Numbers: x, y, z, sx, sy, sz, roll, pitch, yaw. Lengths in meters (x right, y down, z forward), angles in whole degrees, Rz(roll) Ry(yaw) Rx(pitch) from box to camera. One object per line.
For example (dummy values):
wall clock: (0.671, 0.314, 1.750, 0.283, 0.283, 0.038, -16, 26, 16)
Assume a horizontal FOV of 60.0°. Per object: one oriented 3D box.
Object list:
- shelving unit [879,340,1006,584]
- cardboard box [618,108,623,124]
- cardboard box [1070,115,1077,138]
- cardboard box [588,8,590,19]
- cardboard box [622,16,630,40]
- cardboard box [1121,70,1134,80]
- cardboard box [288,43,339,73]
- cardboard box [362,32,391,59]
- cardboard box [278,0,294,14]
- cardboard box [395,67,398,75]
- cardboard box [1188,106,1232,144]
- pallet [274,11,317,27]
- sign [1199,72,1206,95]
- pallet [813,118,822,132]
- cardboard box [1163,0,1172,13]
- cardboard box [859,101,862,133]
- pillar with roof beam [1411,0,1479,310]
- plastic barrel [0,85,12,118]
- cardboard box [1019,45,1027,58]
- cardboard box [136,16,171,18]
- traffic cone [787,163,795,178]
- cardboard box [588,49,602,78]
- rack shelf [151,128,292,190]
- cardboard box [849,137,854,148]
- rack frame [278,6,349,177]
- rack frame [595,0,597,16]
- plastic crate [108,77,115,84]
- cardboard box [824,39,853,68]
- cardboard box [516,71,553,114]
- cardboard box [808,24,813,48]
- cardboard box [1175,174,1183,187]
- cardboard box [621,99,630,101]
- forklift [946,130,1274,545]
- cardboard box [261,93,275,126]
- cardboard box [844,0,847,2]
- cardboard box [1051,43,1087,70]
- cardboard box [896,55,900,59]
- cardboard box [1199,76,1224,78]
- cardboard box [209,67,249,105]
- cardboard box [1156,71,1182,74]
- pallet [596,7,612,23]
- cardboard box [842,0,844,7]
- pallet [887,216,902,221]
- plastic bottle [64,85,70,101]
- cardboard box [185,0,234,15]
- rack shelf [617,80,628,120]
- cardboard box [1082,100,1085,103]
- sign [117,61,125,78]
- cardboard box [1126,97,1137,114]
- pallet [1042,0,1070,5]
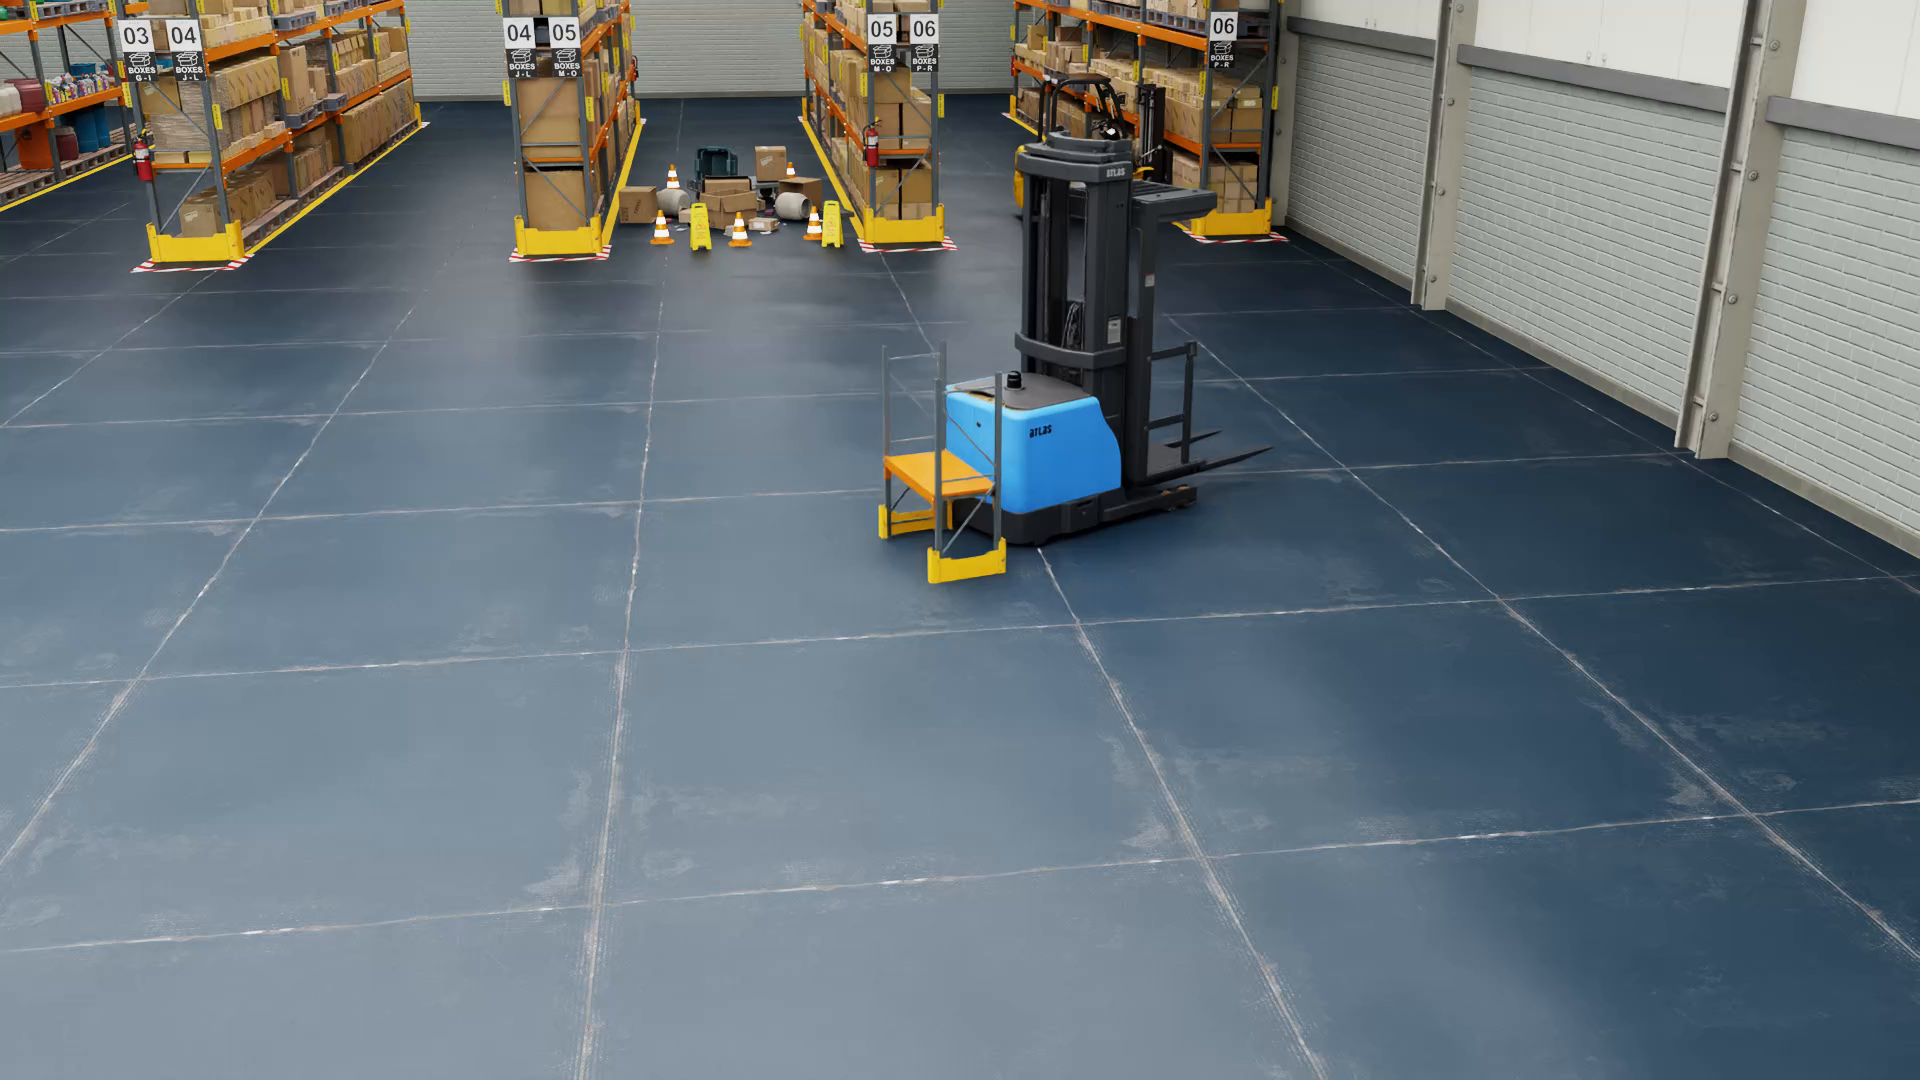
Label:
shelving unit: (-0.145, -0.598, 12.173, 0.587, 1.500, 1.083, -8, 22, -22)
cardboard box: (-6.847, -8.272, 32.477, 0.500, 0.250, 0.500, -3, 21, -7)
cardboard box: (2.526, -8.349, 33.754, 0.500, 0.500, 0.500, -2, 21, -5)
cardboard box: (-5.689, -7.804, 24.653, 0.380, 0.149, 0.250, -3, 21, -8)
cardboard box: (-7.539, -11.220, 36.472, 0.500, 0.500, 0.500, -2, 21, -5)
cardboard box: (3.040, -8.166, 29.222, 0.380, 0.149, 0.250, -4, 21, -9)
cardboard box: (-11.867, -8.852, 30.552, 0.797, 0.503, 0.637, -2, 21, -6)
cardboard box: (-12.313, -10.416, 35.034, 0.500, 0.500, 0.500, -4, 21, -9)
cardboard box: (-11.308, -8.840, 27.063, 0.797, 0.503, 0.637, -2, 21, -6)
cardboard box: (-12.334, -10.097, 35.823, 0.380, 0.149, 0.250, -3, 21, -7)
cardboard box: (3.762, -6.267, 25.065, 0.500, 0.500, 0.500, -3, 21, -9)
pallet: (-11.337, -8.591, 27.413, 1.213, 0.211, 1.003, -3, 21, -8)
sign: (3.554, -6.693, 24.357, 0.100, 0.325, 0.005, -3, 21, -8)
pallet: (-2.759, -9.350, 37.448, 1.003, 0.211, 1.213, -3, 21, -8)
cardboard box: (3.430, -8.504, 26.360, 0.396, 0.266, 0.258, -3, 21, -9)
cardboard box: (-1.237, -6.345, 24.849, 0.500, 0.500, 0.500, -3, 21, -8)
pillar with roof beam: (1.490, -6.865, 18.235, 9.100, 9.000, 0.400, -3, 21, -8)
plastic barrel: (-16.259, -7.392, 28.062, 0.421, 0.512, 0.421, 0, 20, 0)
cardboard box: (1.658, -11.326, 38.543, 0.500, 0.250, 0.500, -3, 21, -7)
cardboard box: (-11.043, -7.099, 22.792, 0.380, 0.149, 0.250, -4, 21, -10)
traffic cone: (-2.959, -6.366, 29.100, 0.336, 0.463, 0.334, -3, 21, -8)
cardboard box: (-6.650, -8.303, 29.088, 0.700, 0.500, 0.500, -3, 21, -9)
rack shelf: (-10.913, -5.667, 24.629, 1.077, 0.370, 4.000, -3, 21, -8)
cardboard box: (-1.618, -6.496, 27.151, 0.380, 0.149, 0.250, -3, 21, -7)
rack frame: (-11.778, -8.081, 30.065, 1.000, 3.000, 0.127, -3, 21, -8)
rack frame: (-6.278, -9.722, 25.884, 1.000, 3.000, 0.127, -3, 21, -8)
plastic crate: (-17.181, -9.289, 33.591, 0.396, 0.136, 0.243, -3, 21, -8)
cardboard box: (-2.305, -9.262, 31.655, 0.500, 0.500, 0.500, -3, 21, -9)
cardboard box: (-5.888, -6.419, 23.857, 0.875, 0.550, 0.550, -3, 21, -8)
cardboard box: (-3.037, -10.982, 36.261, 0.500, 0.500, 0.500, -3, 21, -7)
cardboard box: (3.652, -5.532, 25.857, 0.500, 0.250, 0.500, -3, 21, -8)
cardboard box: (-7.564, -9.769, 37.210, 0.380, 0.149, 0.250, -4, 21, -10)
forklift: (1.291, -1.731, 13.162, 3.031, 2.935, 1.130, -15, 25, -35)
cardboard box: (-11.198, -6.723, 25.862, 0.875, 0.500, 0.500, -3, 21, -8)
cardboard box: (-1.672, -8.731, 26.739, 0.380, 0.149, 0.250, -3, 21, -9)
cardboard box: (2.286, -10.103, 34.736, 0.700, 0.500, 0.500, -3, 21, -7)
cardboard box: (-1.113, -8.063, 27.923, 0.380, 0.149, 0.250, -3, 21, -8)
cardboard box: (4.020, -7.308, 26.501, 0.380, 0.149, 0.250, -2, 21, -6)
cardboard box: (-10.573, -6.516, 23.879, 0.500, 0.500, 0.500, -3, 21, -8)
cardboard box: (3.442, -7.639, 27.385, 0.380, 0.149, 0.250, -3, 21, -9)
pallet: (-6.546, -9.006, 28.524, 1.003, 0.211, 1.213, -2, 21, -5)
cardboard box: (-1.763, -9.275, 28.588, 0.500, 0.250, 0.500, -3, 21, -7)
pallet: (-0.911, -4.814, 25.304, 1.003, 0.211, 1.213, -3, 21, -8)
plastic bottle: (-16.530, -8.265, 30.742, 0.097, 0.271, 0.097, 0, 20, 0)
cardboard box: (-10.571, -7.664, 23.380, 0.500, 0.500, 0.500, -3, 21, -8)
rack shelf: (-7.143, -8.652, 32.621, 1.077, 0.370, 4.000, -3, 21, -8)
cardboard box: (2.788, -9.260, 35.266, 0.380, 0.149, 0.250, -3, 21, -7)
sign: (-16.711, -9.373, 33.129, 0.100, 0.325, 0.005, -3, 21, -8)
cardboard box: (3.185, -7.539, 28.827, 0.500, 0.250, 0.500, -2, 21, -7)
pallet: (2.388, -11.305, 34.679, 1.213, 0.211, 1.003, -3, 21, -8)
